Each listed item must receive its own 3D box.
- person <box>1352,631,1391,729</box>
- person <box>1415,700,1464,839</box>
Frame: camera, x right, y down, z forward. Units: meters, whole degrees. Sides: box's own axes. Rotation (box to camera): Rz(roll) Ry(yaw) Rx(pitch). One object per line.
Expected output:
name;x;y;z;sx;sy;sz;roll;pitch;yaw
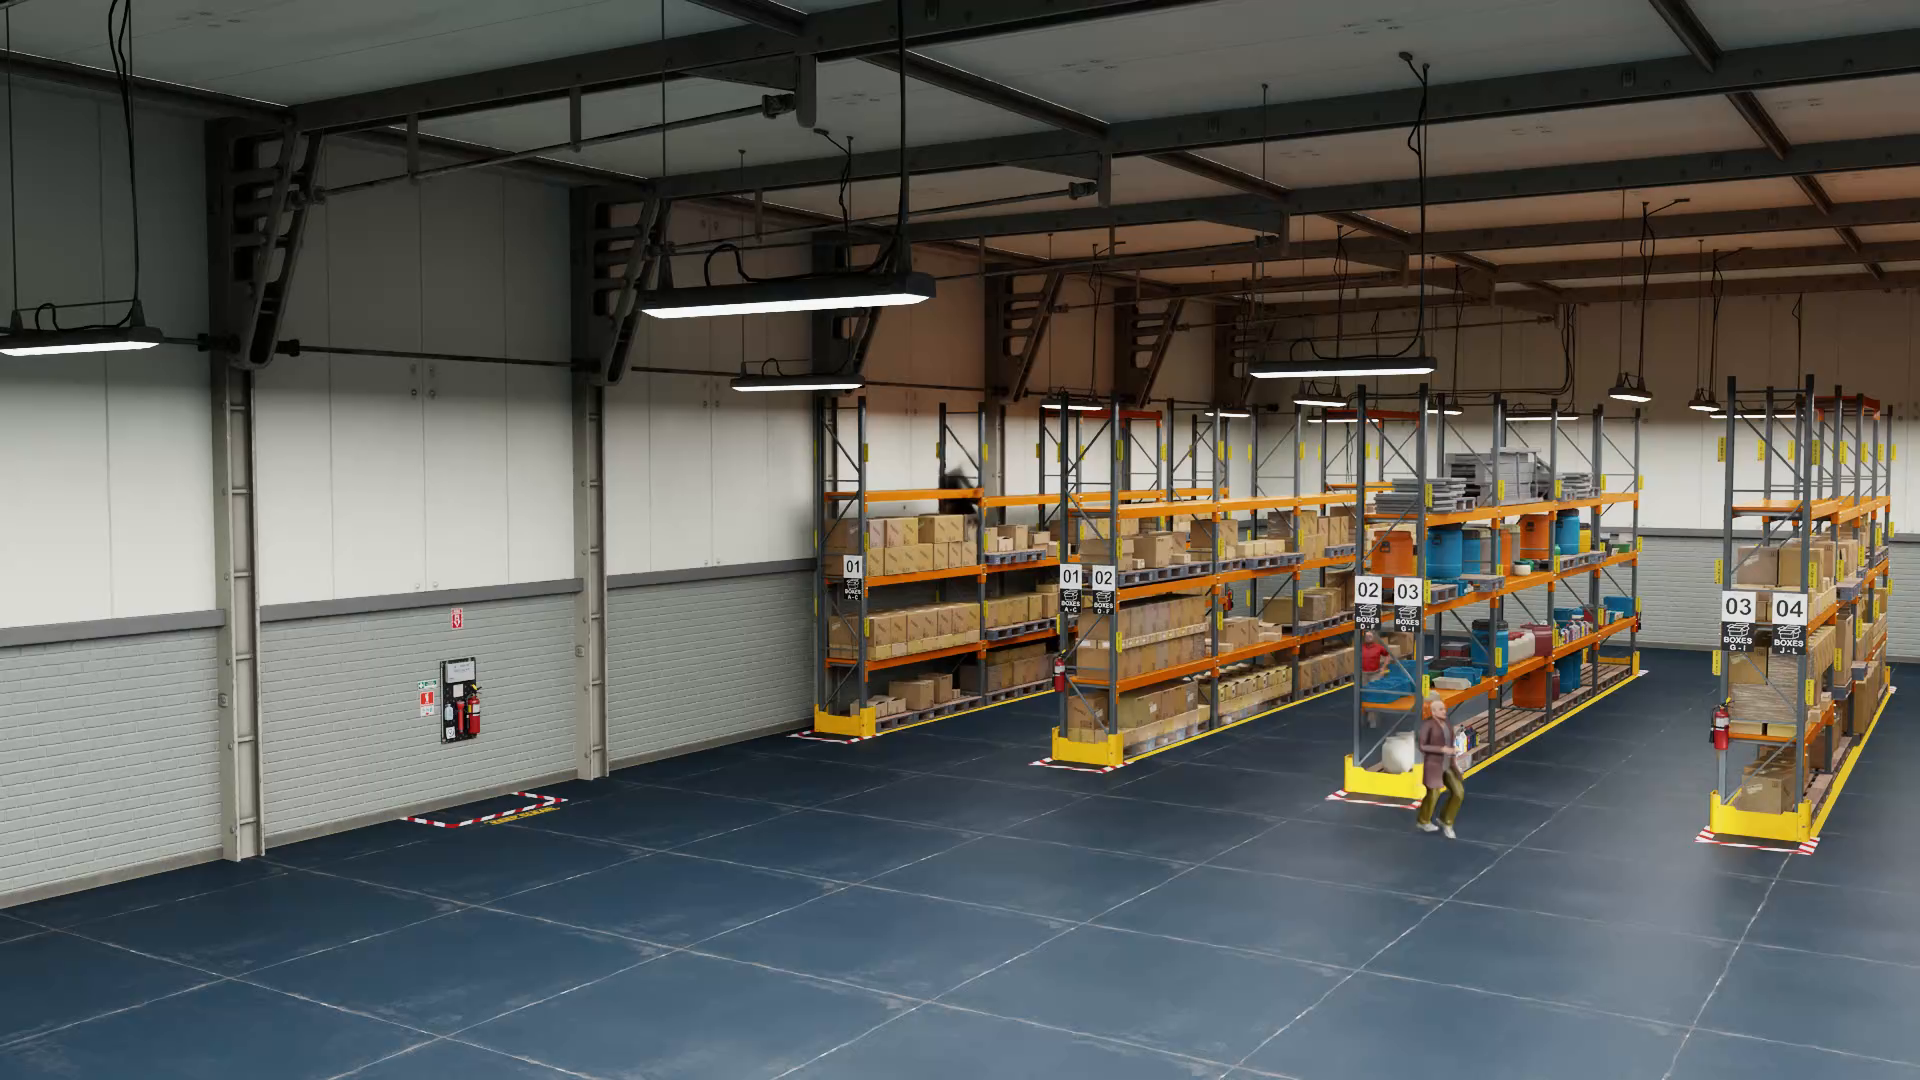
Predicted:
person;7.498;2.558;30.444;0.640;1.802;0.801;2;3;29
person;6.237;2.992;21.619;0.682;1.820;0.805;-1;3;-25
